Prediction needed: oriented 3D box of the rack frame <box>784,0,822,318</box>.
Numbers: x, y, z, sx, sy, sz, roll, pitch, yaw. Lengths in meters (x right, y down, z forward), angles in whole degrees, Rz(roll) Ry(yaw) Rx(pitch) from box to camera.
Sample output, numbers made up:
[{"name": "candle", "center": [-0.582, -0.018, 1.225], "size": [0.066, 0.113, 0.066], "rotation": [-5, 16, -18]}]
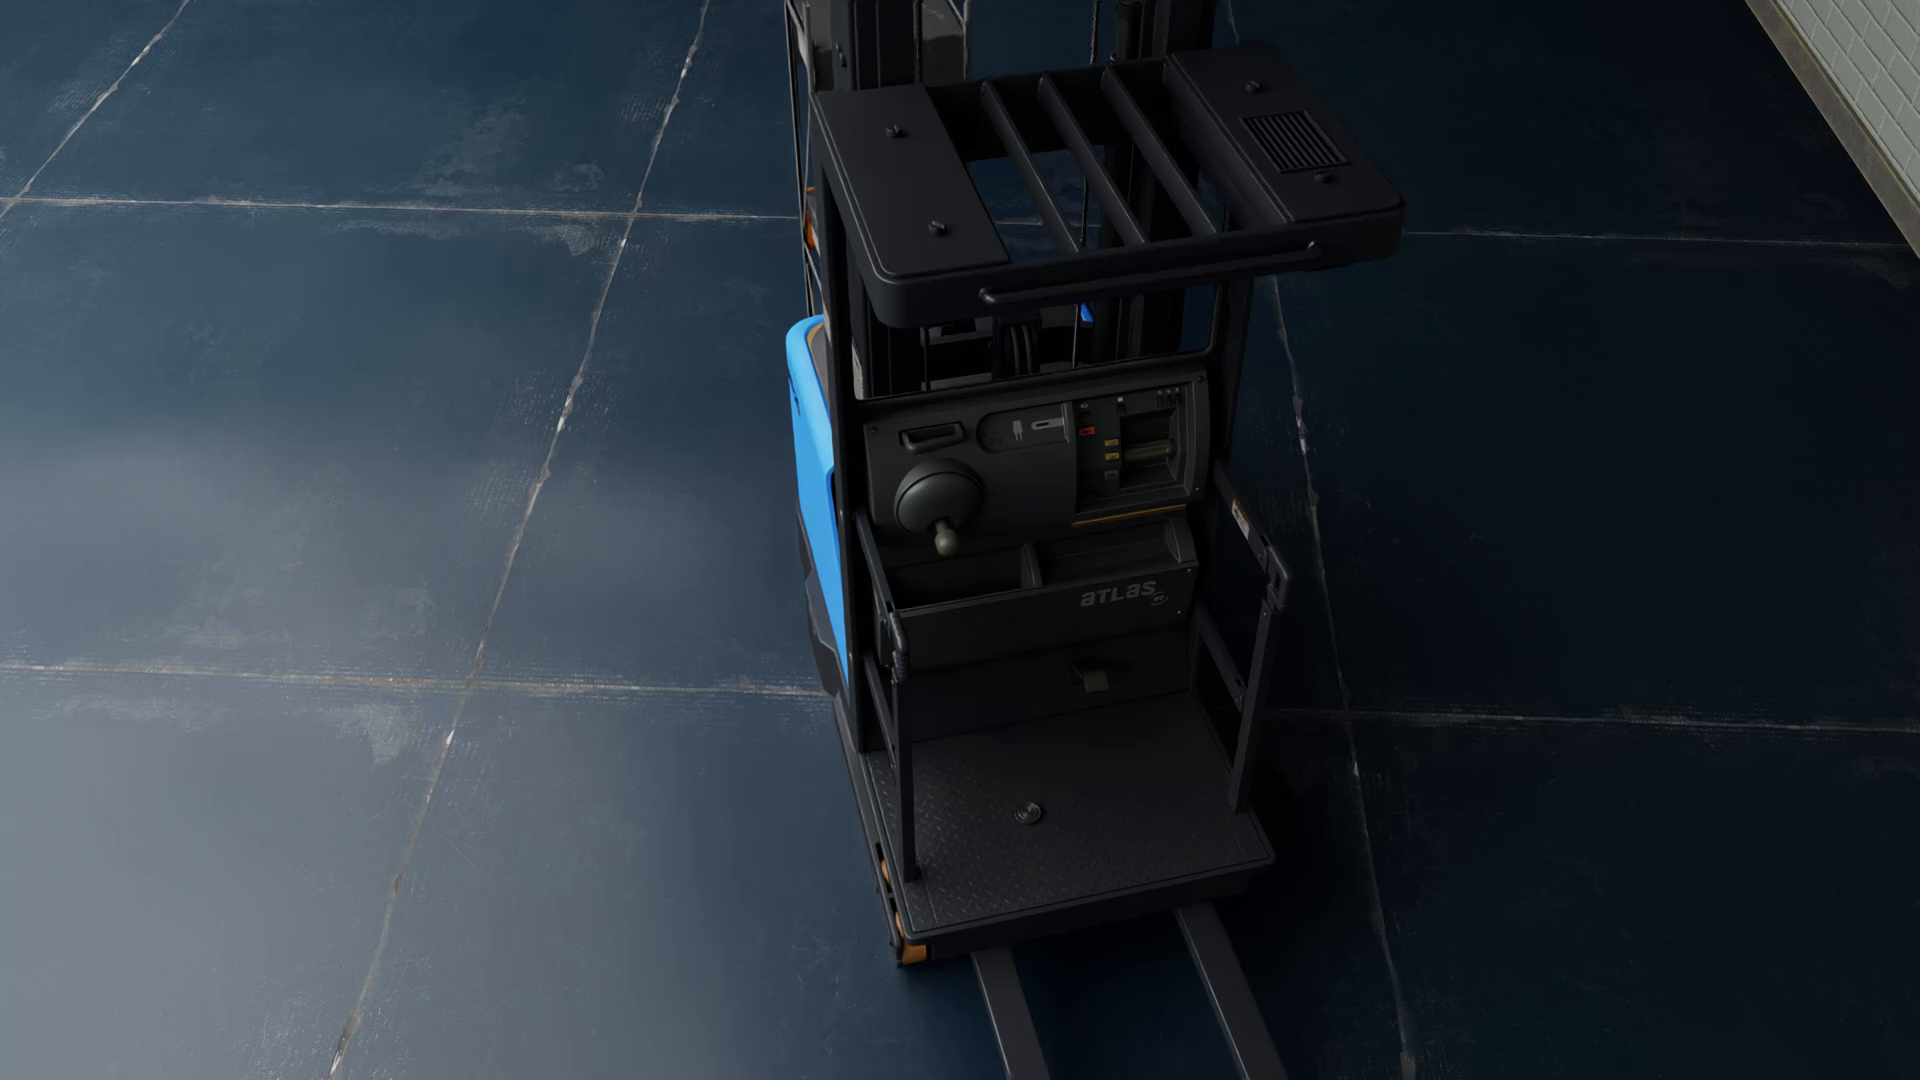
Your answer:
[{"name": "rack frame", "center": [-0.496, -0.915, 5.692], "size": [0.015, 2.100, 0.400], "rotation": [-10, 44, -11]}]

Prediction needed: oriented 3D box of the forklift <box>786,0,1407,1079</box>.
[{"name": "forklift", "center": [0.267, -0.119, 4.228], "size": [1.130, 2.935, 3.031], "rotation": [-10, 44, -10]}]

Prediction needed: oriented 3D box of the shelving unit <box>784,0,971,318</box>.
[{"name": "shelving unit", "center": [-0.260, -0.958, 5.738], "size": [0.503, 2.100, 0.431], "rotation": [-10, 44, -11]}]

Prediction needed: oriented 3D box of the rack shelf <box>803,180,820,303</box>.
[{"name": "rack shelf", "center": [-0.260, -0.948, 5.747], "size": [0.480, 0.518, 0.431], "rotation": [-10, 44, -11]}]

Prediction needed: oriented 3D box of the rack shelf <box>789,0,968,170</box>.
[{"name": "rack shelf", "center": [-0.260, -1.460, 5.270], "size": [0.480, 0.518, 0.431], "rotation": [-10, 44, -11]}]

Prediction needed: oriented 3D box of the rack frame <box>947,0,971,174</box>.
[{"name": "rack frame", "center": [-0.024, -1.001, 5.784], "size": [0.015, 2.100, 0.400], "rotation": [-10, 44, -11]}]
